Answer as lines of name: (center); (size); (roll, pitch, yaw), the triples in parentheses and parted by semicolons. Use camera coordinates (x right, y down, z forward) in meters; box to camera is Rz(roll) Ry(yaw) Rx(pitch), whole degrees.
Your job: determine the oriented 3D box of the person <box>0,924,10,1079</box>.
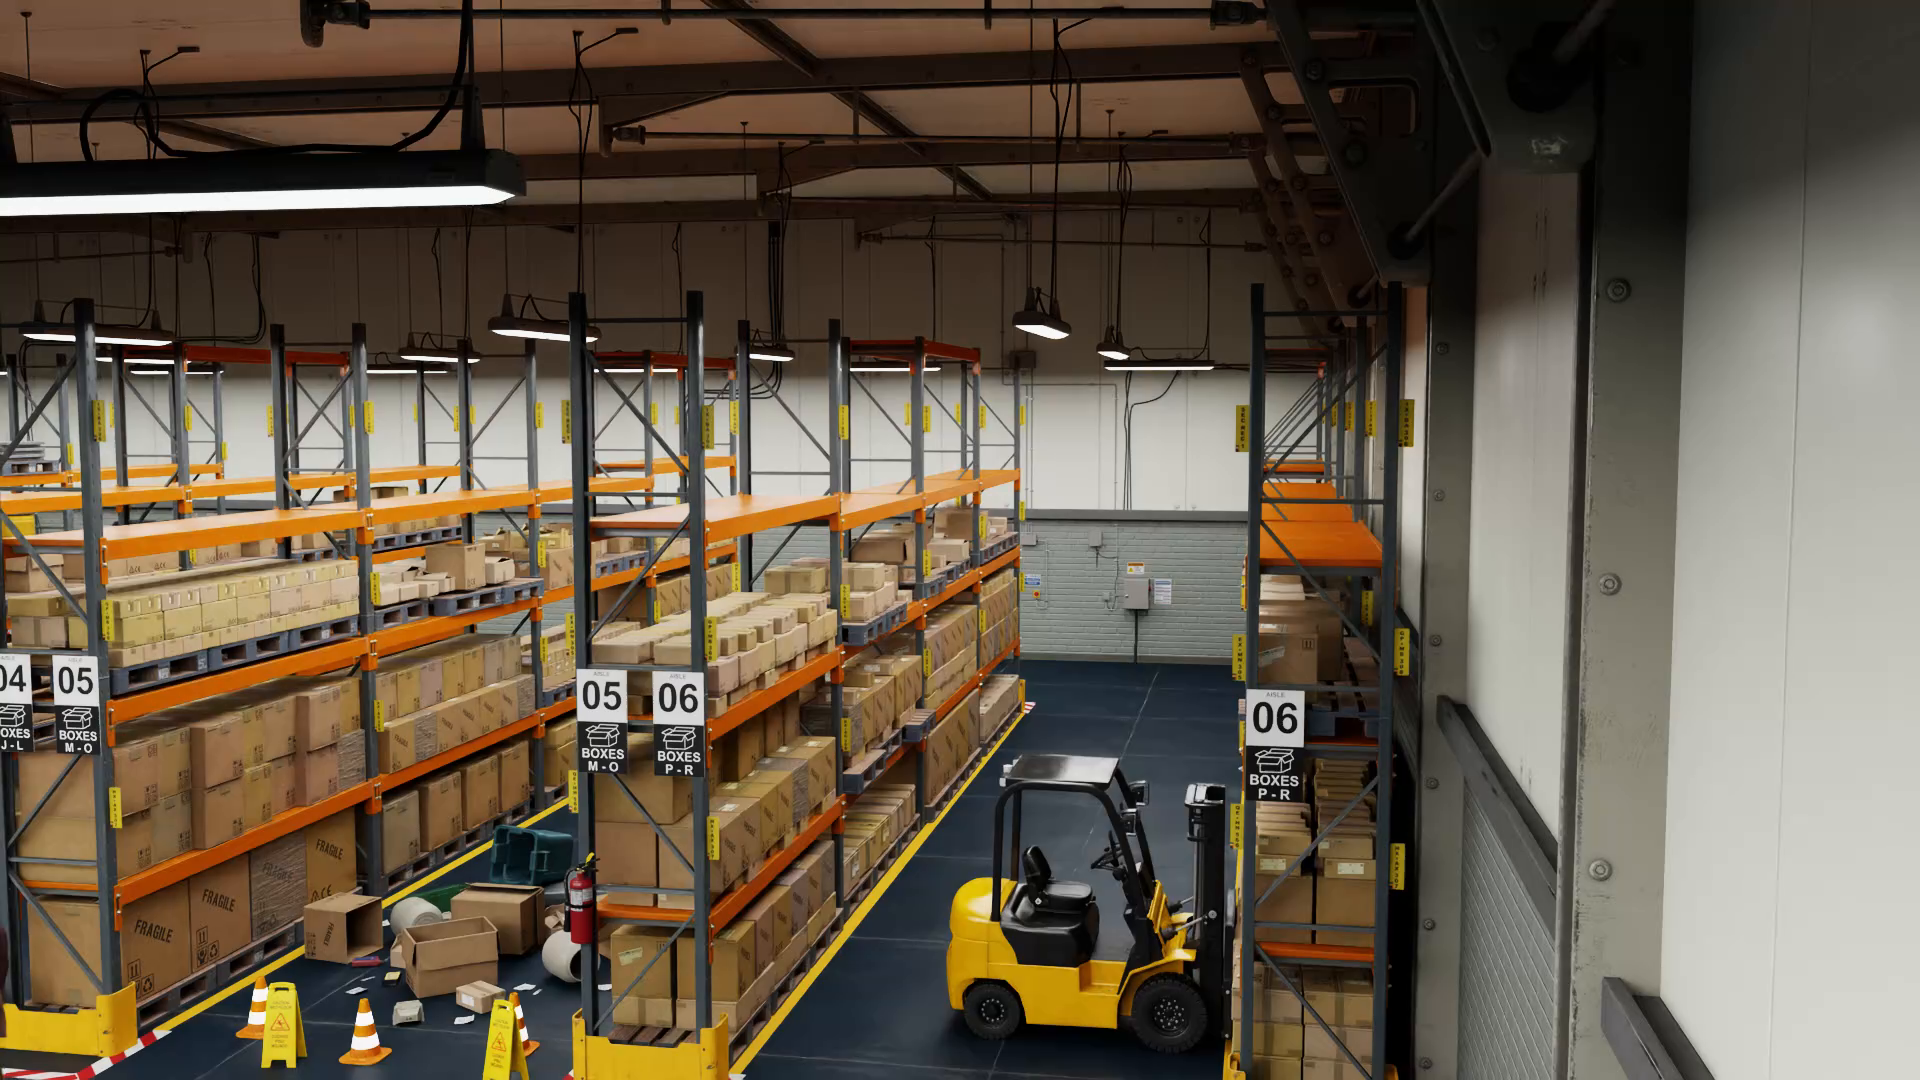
person: (-7.041, 3.337, 11.770); (0.883, 1.762, 0.607); (4, 6, 38)
